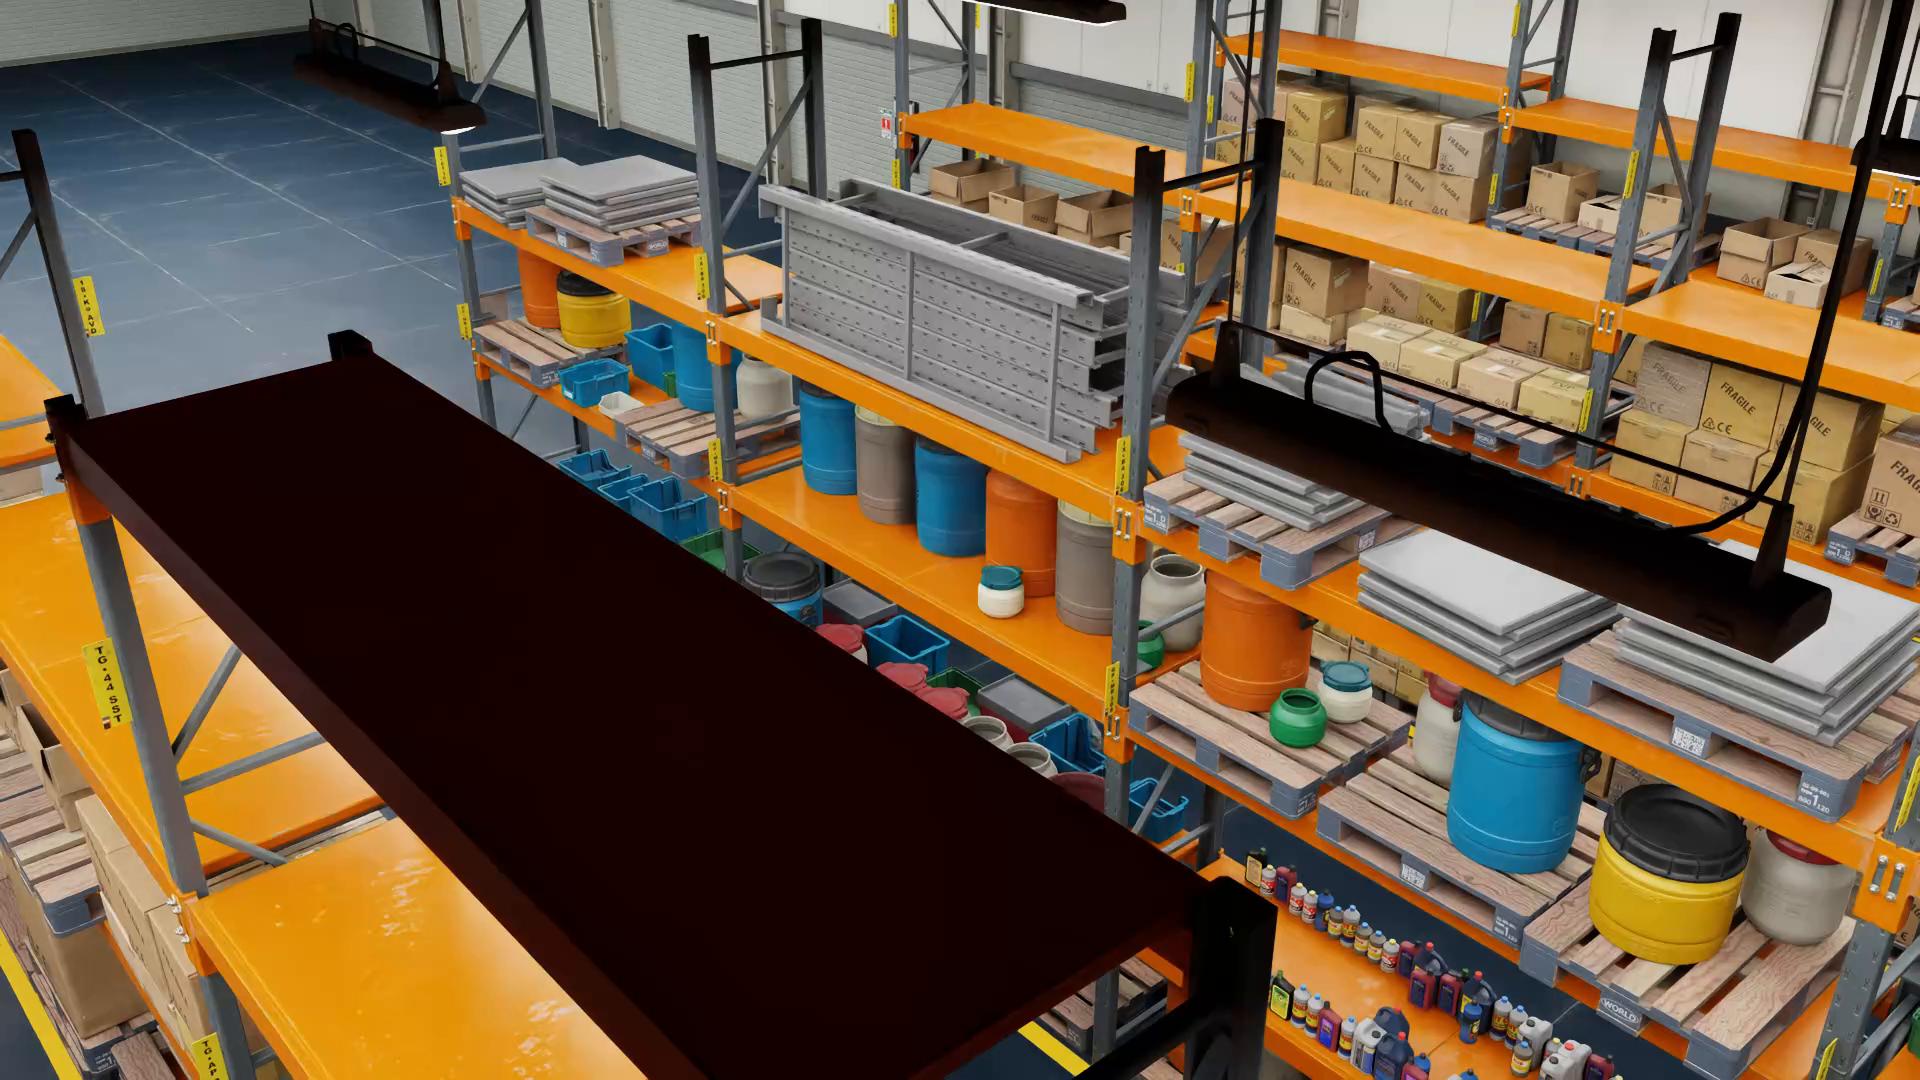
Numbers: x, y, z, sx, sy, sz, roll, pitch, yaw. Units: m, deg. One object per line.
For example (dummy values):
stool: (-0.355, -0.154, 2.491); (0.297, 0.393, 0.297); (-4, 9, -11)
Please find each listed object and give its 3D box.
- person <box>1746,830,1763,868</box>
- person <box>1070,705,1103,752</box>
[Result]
person: (5.075, 2.512, 10.715); (0.565, 1.713, 1.099); (-24, 36, -39)
person: (0.821, 0.860, 13.506); (0.532, 1.613, 0.989); (-18, 32, -31)
